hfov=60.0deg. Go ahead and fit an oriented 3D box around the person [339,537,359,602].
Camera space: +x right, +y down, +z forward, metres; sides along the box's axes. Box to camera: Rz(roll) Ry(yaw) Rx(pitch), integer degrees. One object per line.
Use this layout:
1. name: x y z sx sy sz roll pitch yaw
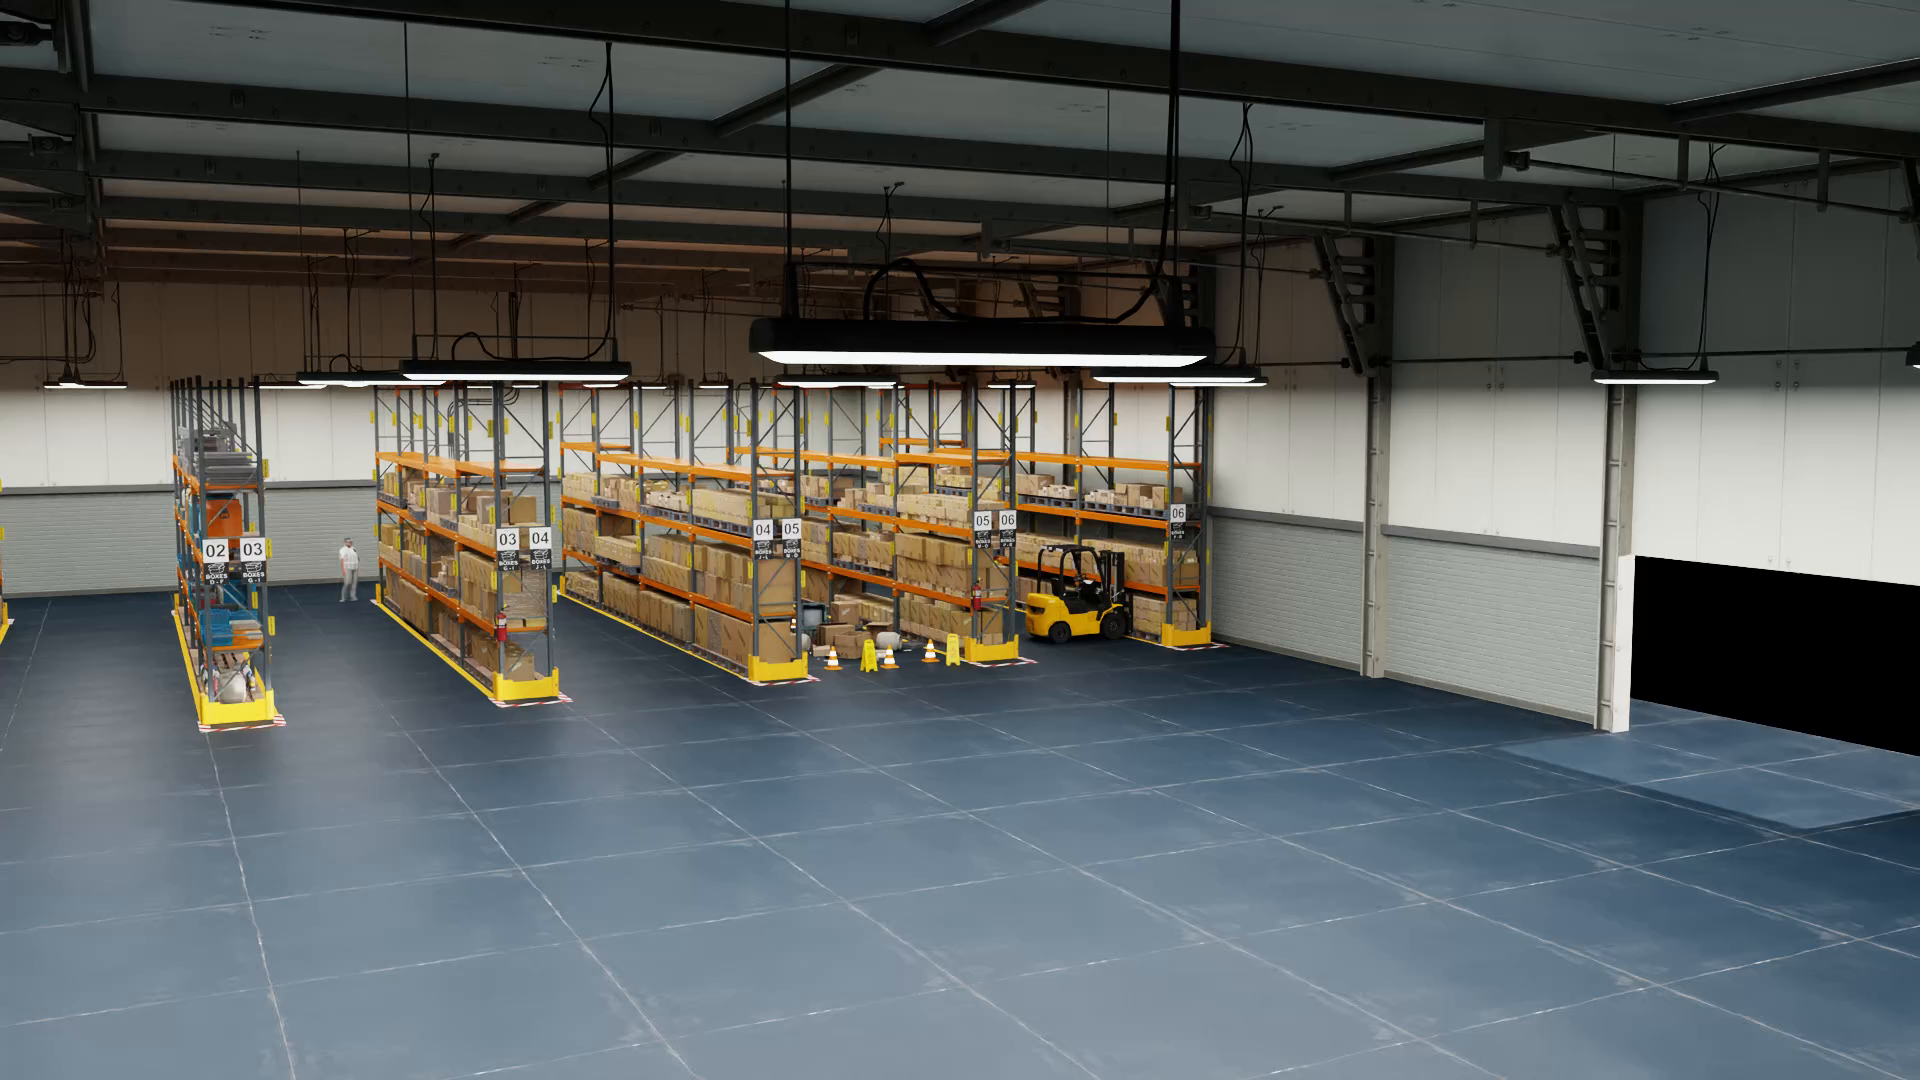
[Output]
1. person: -16.720 0.817 45.564 0.455 1.801 0.610 3 6 28
